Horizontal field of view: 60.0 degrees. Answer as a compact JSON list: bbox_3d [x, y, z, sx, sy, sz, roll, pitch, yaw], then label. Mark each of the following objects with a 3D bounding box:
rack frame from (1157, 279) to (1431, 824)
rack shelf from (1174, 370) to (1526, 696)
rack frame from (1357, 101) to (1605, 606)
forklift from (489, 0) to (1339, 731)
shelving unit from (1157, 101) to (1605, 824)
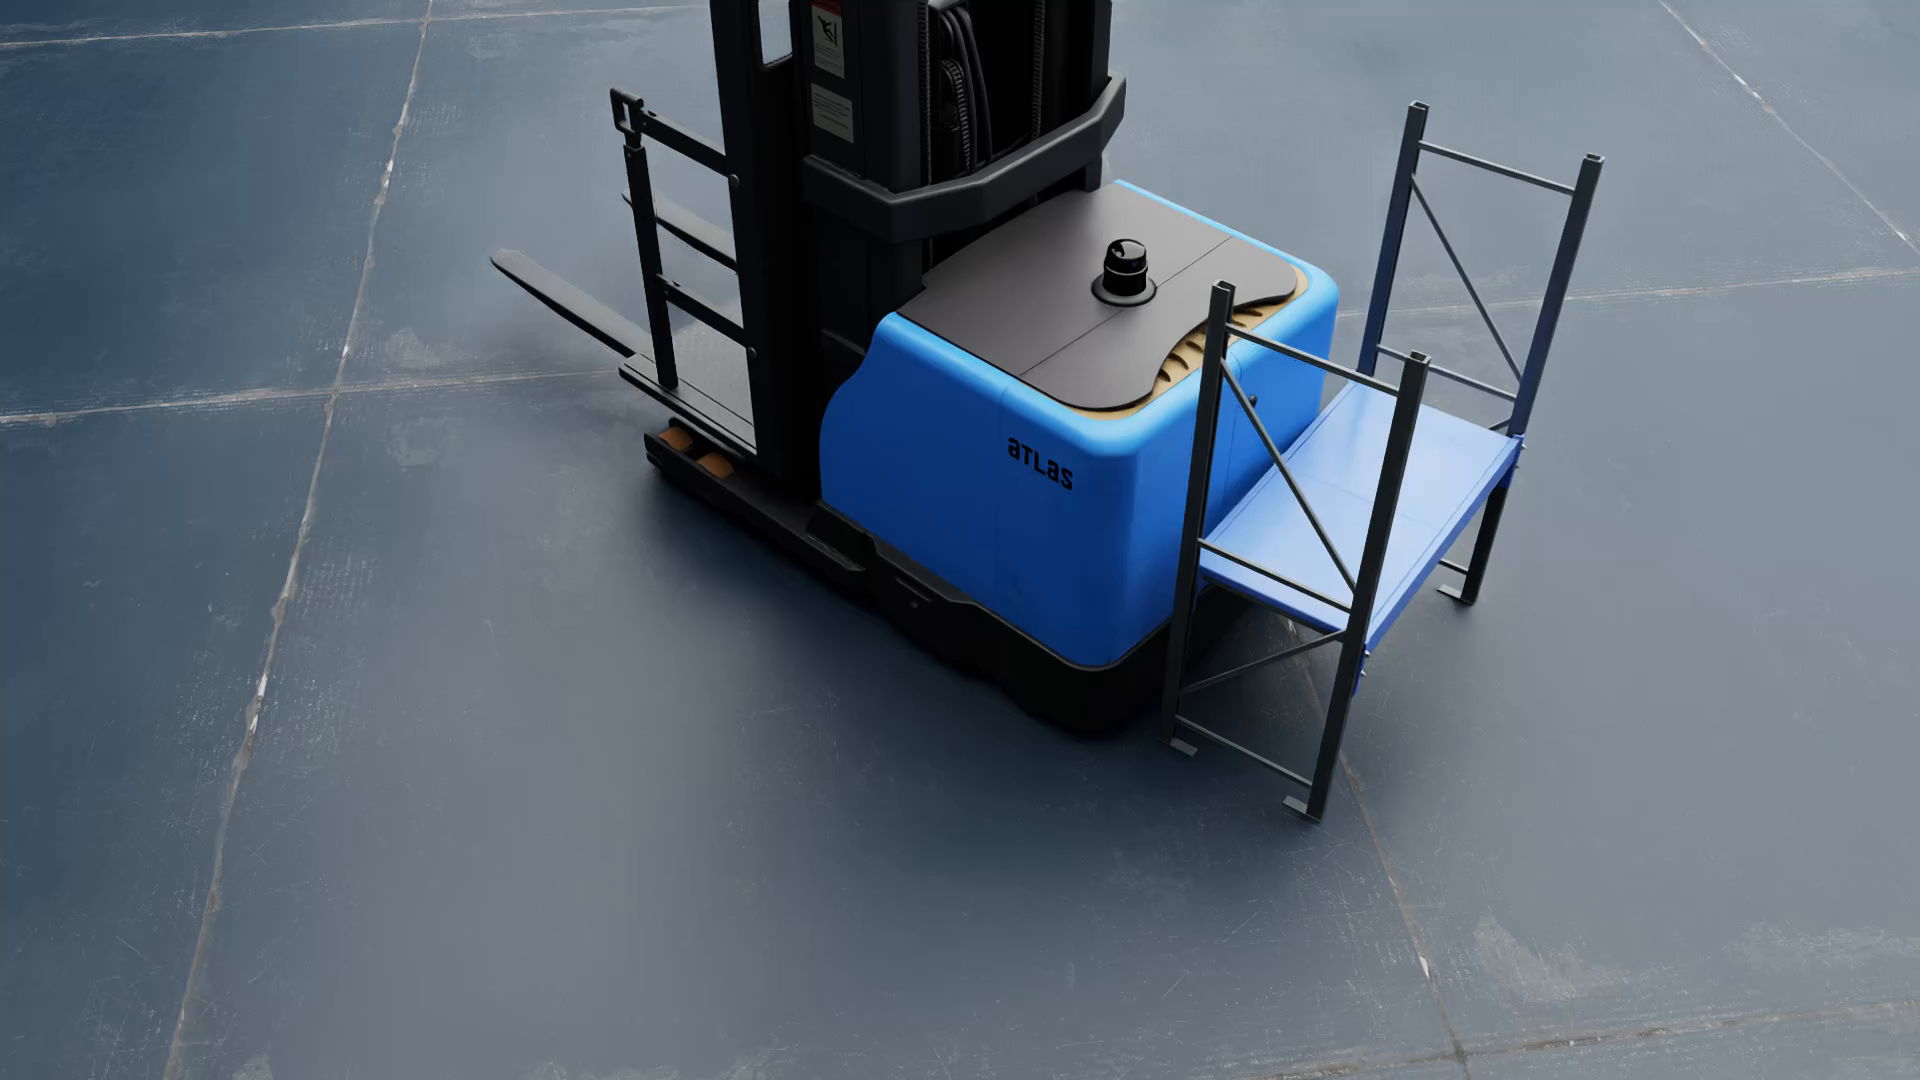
[{"bbox_3d":[0.761,0.089,4.031,0.500,1.500,0.032,26,48,26],"label":"rack frame"},{"bbox_3d":[1.059,-0.053,4.457,0.538,0.185,1.000,26,48,26],"label":"rack shelf"},{"bbox_3d":[1.357,-0.462,4.643,0.500,1.500,0.032,26,48,26],"label":"rack frame"},{"bbox_3d":[-0.388,-1.431,4.649,3.031,2.935,1.130,32,51,31],"label":"forklift"},{"bbox_3d":[1.059,-0.186,4.337,0.538,1.500,1.048,26,48,26],"label":"shelving unit"}]
